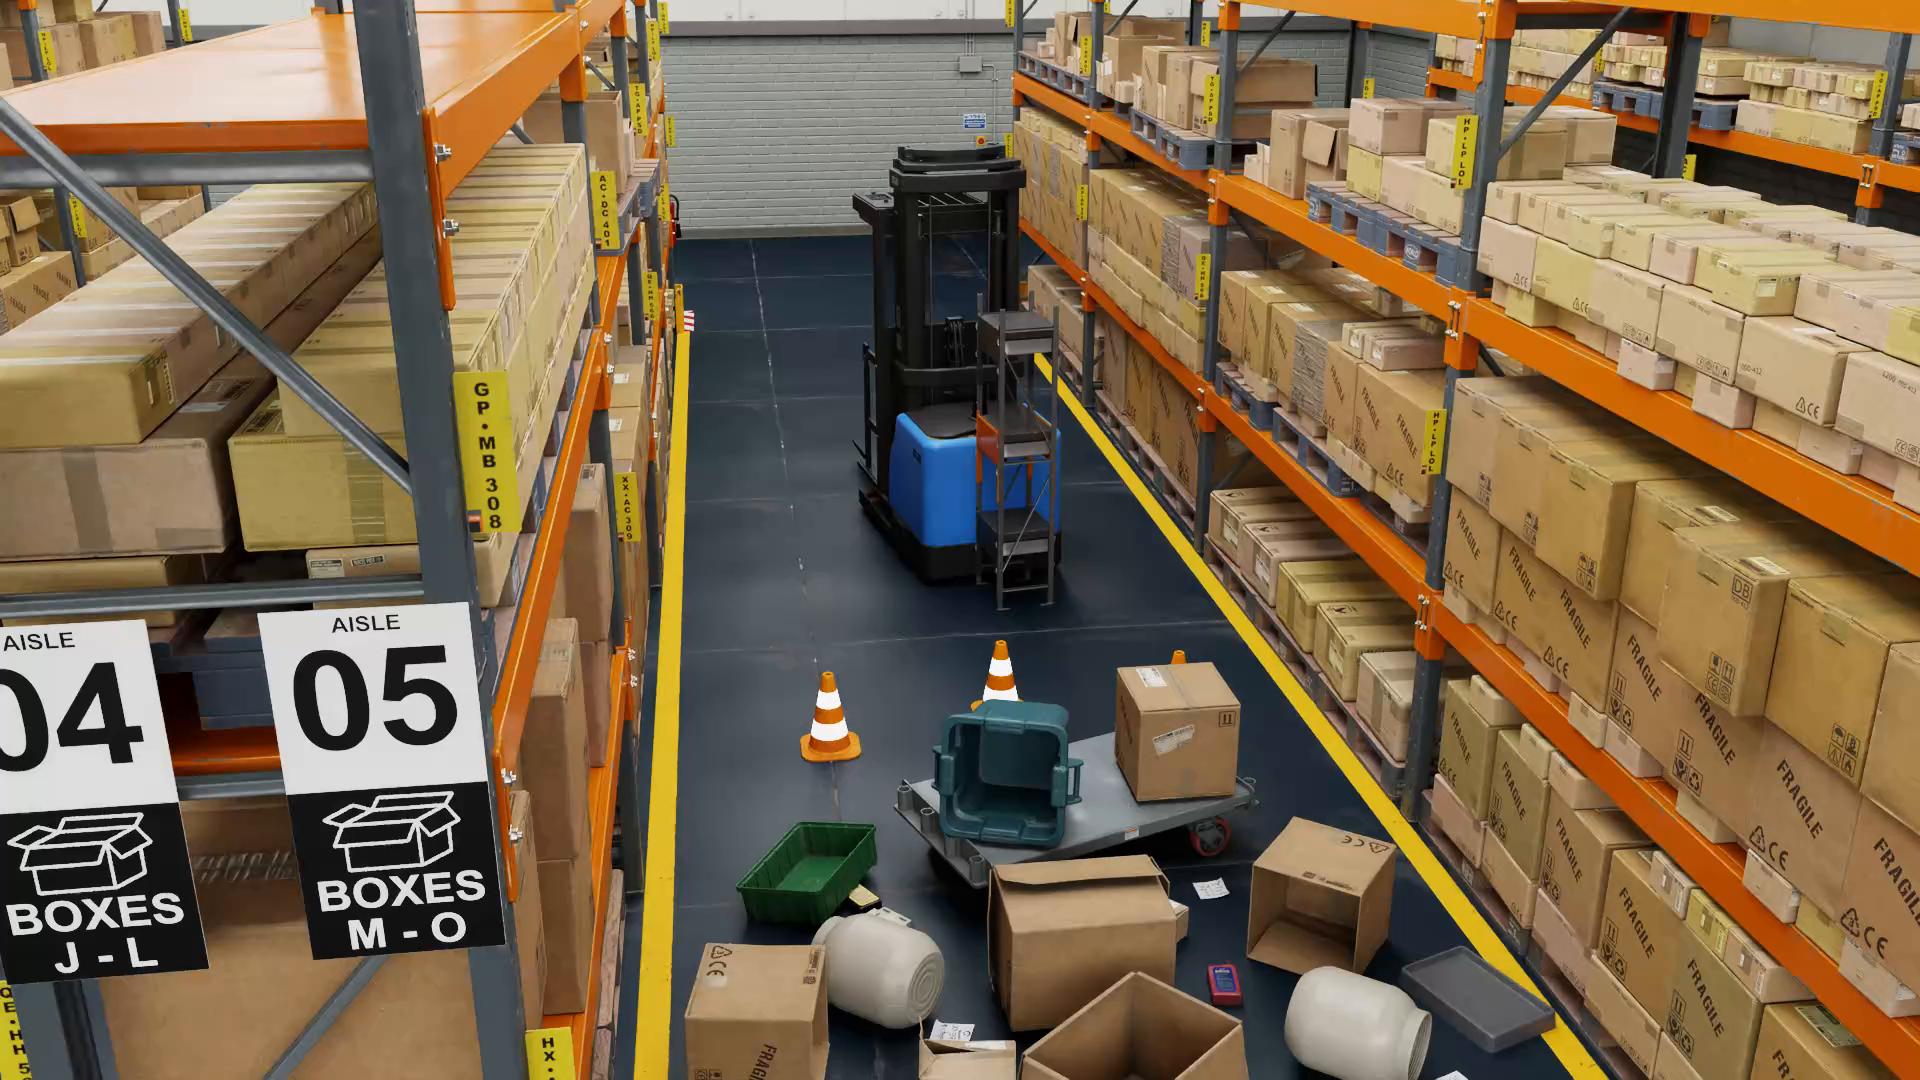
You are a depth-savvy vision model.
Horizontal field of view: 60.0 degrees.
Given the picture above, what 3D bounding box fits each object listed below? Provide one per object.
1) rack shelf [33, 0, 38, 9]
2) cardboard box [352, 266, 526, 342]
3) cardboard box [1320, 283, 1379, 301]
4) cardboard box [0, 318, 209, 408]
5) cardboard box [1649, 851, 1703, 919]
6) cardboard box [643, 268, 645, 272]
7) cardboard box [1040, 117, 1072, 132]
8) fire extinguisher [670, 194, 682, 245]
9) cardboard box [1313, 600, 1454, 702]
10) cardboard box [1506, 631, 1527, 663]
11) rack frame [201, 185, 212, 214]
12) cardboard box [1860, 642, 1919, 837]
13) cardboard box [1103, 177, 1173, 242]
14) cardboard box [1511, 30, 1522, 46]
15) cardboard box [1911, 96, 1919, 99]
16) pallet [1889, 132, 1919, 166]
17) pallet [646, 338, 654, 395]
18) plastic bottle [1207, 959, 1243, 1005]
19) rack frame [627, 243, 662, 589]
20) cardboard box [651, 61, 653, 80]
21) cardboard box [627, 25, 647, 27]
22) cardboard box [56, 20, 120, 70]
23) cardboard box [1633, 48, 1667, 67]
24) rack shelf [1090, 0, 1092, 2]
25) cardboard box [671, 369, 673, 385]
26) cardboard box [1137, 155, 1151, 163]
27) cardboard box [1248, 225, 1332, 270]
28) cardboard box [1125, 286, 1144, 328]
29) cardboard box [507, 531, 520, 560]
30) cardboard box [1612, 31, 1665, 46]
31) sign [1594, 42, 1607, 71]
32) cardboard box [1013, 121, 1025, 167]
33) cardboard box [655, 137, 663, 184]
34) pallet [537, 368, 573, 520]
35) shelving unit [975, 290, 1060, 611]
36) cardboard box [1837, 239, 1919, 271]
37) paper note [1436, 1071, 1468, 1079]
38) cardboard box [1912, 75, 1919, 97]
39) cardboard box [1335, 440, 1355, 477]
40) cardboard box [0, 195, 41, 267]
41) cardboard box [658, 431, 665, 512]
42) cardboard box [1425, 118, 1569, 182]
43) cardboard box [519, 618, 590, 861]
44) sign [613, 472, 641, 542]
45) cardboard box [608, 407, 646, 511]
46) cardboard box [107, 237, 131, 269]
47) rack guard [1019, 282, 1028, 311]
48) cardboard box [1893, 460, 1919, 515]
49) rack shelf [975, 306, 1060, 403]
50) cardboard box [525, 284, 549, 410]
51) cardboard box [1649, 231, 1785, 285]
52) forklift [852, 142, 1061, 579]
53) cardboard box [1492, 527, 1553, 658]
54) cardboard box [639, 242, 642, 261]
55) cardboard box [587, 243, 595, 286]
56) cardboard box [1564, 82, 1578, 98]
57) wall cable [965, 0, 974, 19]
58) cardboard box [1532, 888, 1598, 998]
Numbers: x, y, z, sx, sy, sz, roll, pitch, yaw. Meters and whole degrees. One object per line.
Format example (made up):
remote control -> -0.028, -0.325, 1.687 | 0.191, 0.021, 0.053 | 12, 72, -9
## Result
rack shelf -> -8.408, -5.209, 15.400 | 1.077, 0.370, 4.000 | -3, 21, -8
cardboard box -> -1.308, -0.590, 4.197 | 0.380, 0.149, 0.250 | -3, 21, -7
cardboard box -> 2.689, -1.406, 11.025 | 0.500, 0.500, 0.500 | -3, 21, -9
cardboard box -> -1.886, -0.381, 3.639 | 0.380, 0.149, 0.250 | -3, 21, -7
cardboard box -> 2.854, 1.295, 6.294 | 0.380, 0.149, 0.250 | -2, 21, -5
cardboard box -> -2.872, -2.220, 14.133 | 0.380, 0.149, 0.250 | -3, 21, -8
cardboard box -> 1.066, -4.436, 17.806 | 0.380, 0.149, 0.250 | -3, 21, -7
fire extinguisher -> -3.353, -3.730, 19.059 | 0.296, 0.674, 0.183 | -3, 21, -8
cardboard box -> 2.655, 0.644, 9.860 | 0.950, 0.372, 0.625 | -2, 21, -4
cardboard box -> 2.724, 0.458, 7.561 | 0.380, 0.149, 0.250 | -3, 21, -8
rack frame -> -8.696, -3.615, 18.108 | 1.000, 3.000, 0.127 | -3, 21, -8
cardboard box -> 3.127, 0.604, 4.814 | 0.700, 0.500, 0.500 | -3, 21, -9
cardboard box -> 1.567, -2.904, 14.631 | 0.500, 0.500, 0.500 | -3, 21, -8
cardboard box -> 6.061, -5.382, 17.627 | 0.500, 0.250, 0.500 | -2, 21, -6
cardboard box -> 7.358, -3.257, 12.506 | 0.380, 0.149, 0.250 | -3, 21, -7
pallet -> 7.361, -2.683, 11.595 | 1.213, 0.211, 1.003 | -2, 21, -5
pallet -> -2.828, -1.212, 11.948 | 1.213, 0.211, 1.003 | -3, 21, -8
plastic bottle -> 1.170, 1.958, 7.387 | 0.133, 0.061, 0.283 | 1, 20, 2
rack frame -> -2.620, -1.060, 11.268 | 1.000, 3.000, 0.127 | -3, 21, -8
cardboard box -> -3.096, -4.366, 15.331 | 0.500, 0.250, 0.500 | -3, 21, -8
cardboard box -> -3.281, -5.041, 16.568 | 0.380, 0.149, 0.250 | -2, 21, -7
cardboard box -> -8.300, -4.568, 15.487 | 0.700, 0.500, 0.500 | -2, 21, -5
cardboard box -> 6.311, -4.348, 14.973 | 0.380, 0.149, 0.250 | -3, 21, -9
rack shelf -> 1.399, -5.708, 16.738 | 1.077, 0.370, 4.000 | -3, 21, -8
cardboard box -> -2.970, -1.541, 16.029 | 0.380, 0.149, 0.250 | -2, 21, -6
cardboard box -> 1.898, -3.671, 15.760 | 0.380, 0.149, 0.250 | -3, 21, -9
cardboard box -> 2.434, -2.043, 12.328 | 0.500, 0.500, 0.500 | -4, 21, -10
cardboard box -> 1.686, -1.963, 13.899 | 0.500, 0.250, 0.500 | -3, 21, -9
cardboard box -> -1.237, -0.045, 3.877 | 0.380, 0.149, 0.250 | -3, 21, -7
cardboard box -> 6.296, -4.724, 15.389 | 0.396, 0.266, 0.258 | -3, 21, -8
sign -> 6.062, -4.599, 15.716 | 0.100, 0.325, 0.005 | -3, 21, -8
cardboard box -> 0.898, -4.449, 18.770 | 0.500, 0.500, 0.500 | -3, 21, -9
cardboard box -> -3.153, -3.623, 16.132 | 0.500, 0.500, 0.500 | -3, 21, -7
pallet -> -1.763, -0.334, 5.162 | 1.003, 0.211, 1.213 | -3, 21, -8
shelving unit -> 0.379, -0.600, 11.320 | 0.431, 2.100, 0.503 | -6, 21, -16
cardboard box -> 3.420, -0.990, 6.013 | 0.380, 0.149, 0.250 | -3, 21, -7
paper note -> 2.018, 2.212, 6.751 | 0.142, 0.019, 0.148 | -11, 23, -26
cardboard box -> 7.395, -3.399, 12.462 | 0.380, 0.149, 0.250 | -4, 21, -10
cardboard box -> 2.359, -0.471, 9.449 | 0.380, 0.149, 0.250 | -3, 21, -7
cardboard box -> -8.019, -2.526, 13.616 | 0.797, 0.503, 0.637 | -3, 21, -9
cardboard box -> -2.546, -0.518, 12.788 | 0.500, 0.500, 0.500 | -3, 21, -7
cardboard box -> 2.630, -1.920, 8.183 | 0.500, 0.250, 0.500 | -2, 21, -7
cardboard box -> -1.599, 0.616, 5.021 | 0.875, 0.550, 0.550 | -3, 21, -8
sign -> -1.495, -0.147, 7.471 | 0.100, 0.325, 0.005 | -3, 21, -8
cardboard box -> -2.069, -0.442, 9.469 | 0.500, 0.500, 0.500 | -3, 21, -7
cardboard box -> -7.995, -2.647, 15.307 | 0.500, 0.250, 0.500 | -3, 21, -8
rack guard -> 1.107, -2.952, 19.906 | 1.175, 0.500, 0.348 | -3, 21, -8
cardboard box -> 3.016, -0.150, 4.903 | 0.380, 0.149, 0.250 | -2, 21, -6
rack shelf -> 0.379, -1.243, 11.080 | 0.431, 0.518, 0.480 | -6, 21, -16
cardboard box -> -1.430, -0.539, 4.630 | 0.500, 0.250, 0.500 | -3, 21, -8
cardboard box -> 2.804, -1.047, 6.166 | 0.380, 0.149, 0.250 | -3, 21, -9
forklift -> -0.178, -1.582, 12.762 | 1.130, 2.935, 3.031 | -6, 21, -16
cardboard box -> 2.723, 0.193, 7.345 | 0.500, 0.500, 0.500 | -3, 21, -8
cardboard box -> -2.833, -2.400, 13.764 | 0.380, 0.149, 0.250 | -3, 21, -8
cardboard box -> -1.675, -1.096, 6.693 | 0.380, 0.149, 0.250 | -3, 21, -8
cardboard box -> 6.222, -4.464, 16.452 | 0.380, 0.149, 0.250 | -3, 21, -8
wall cable -> 0.012, -8.880, 23.631 | 0.463, 3.000, 0.029 | -3, 21, -8
cardboard box -> 2.825, 1.717, 7.161 | 0.500, 0.250, 0.500 | -3, 21, -8
